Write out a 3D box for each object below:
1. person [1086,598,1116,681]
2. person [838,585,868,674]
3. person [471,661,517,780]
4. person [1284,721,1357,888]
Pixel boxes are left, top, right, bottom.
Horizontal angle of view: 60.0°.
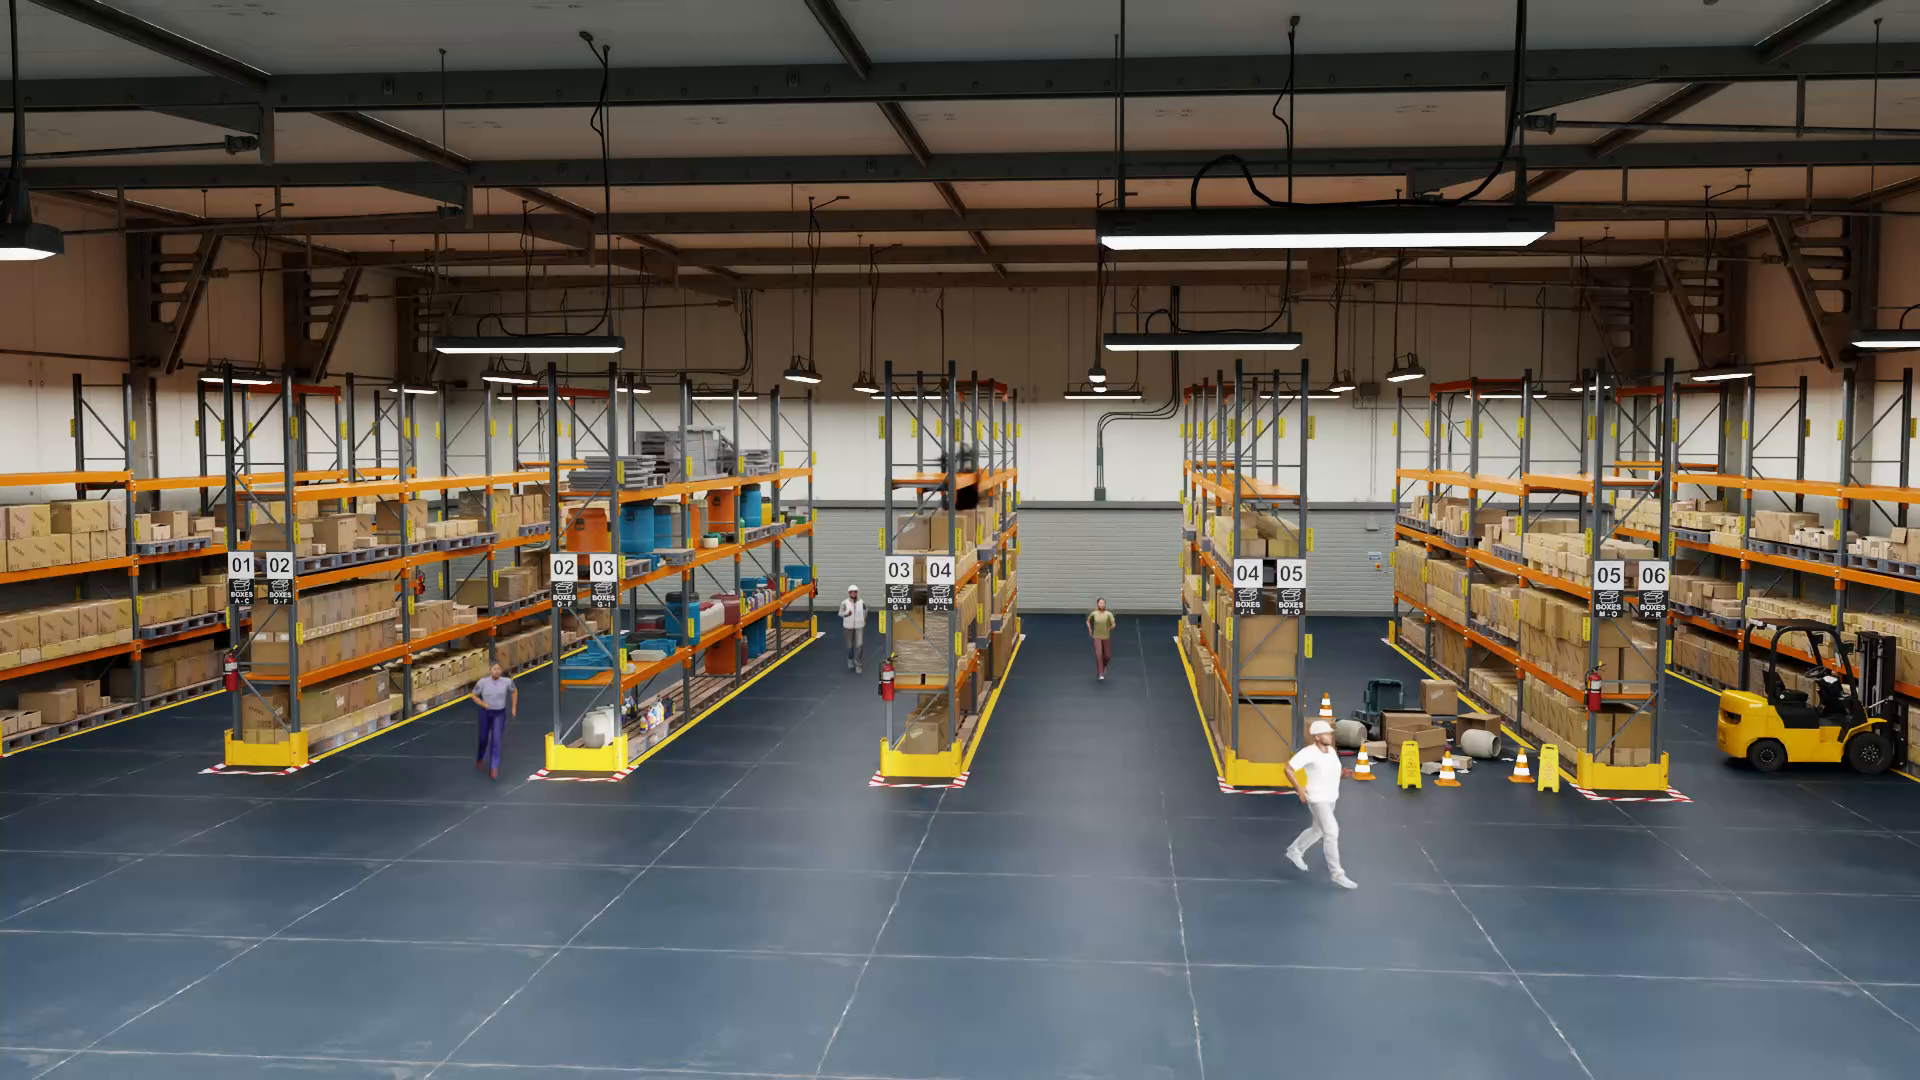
[{"bbox_3d":[2.842,1.980,33.495,0.589,1.635,0.802,0,4,1],"label":"person"},{"bbox_3d":[-2.203,1.834,34.468,0.646,1.809,0.808,0,4,-7],"label":"person"},{"bbox_3d":[-6.783,2.597,24.241,0.653,1.681,0.823,-1,4,-15],"label":"person"},{"bbox_3d":[4.004,2.881,18.401,0.959,1.770,0.693,3,5,41],"label":"person"}]
